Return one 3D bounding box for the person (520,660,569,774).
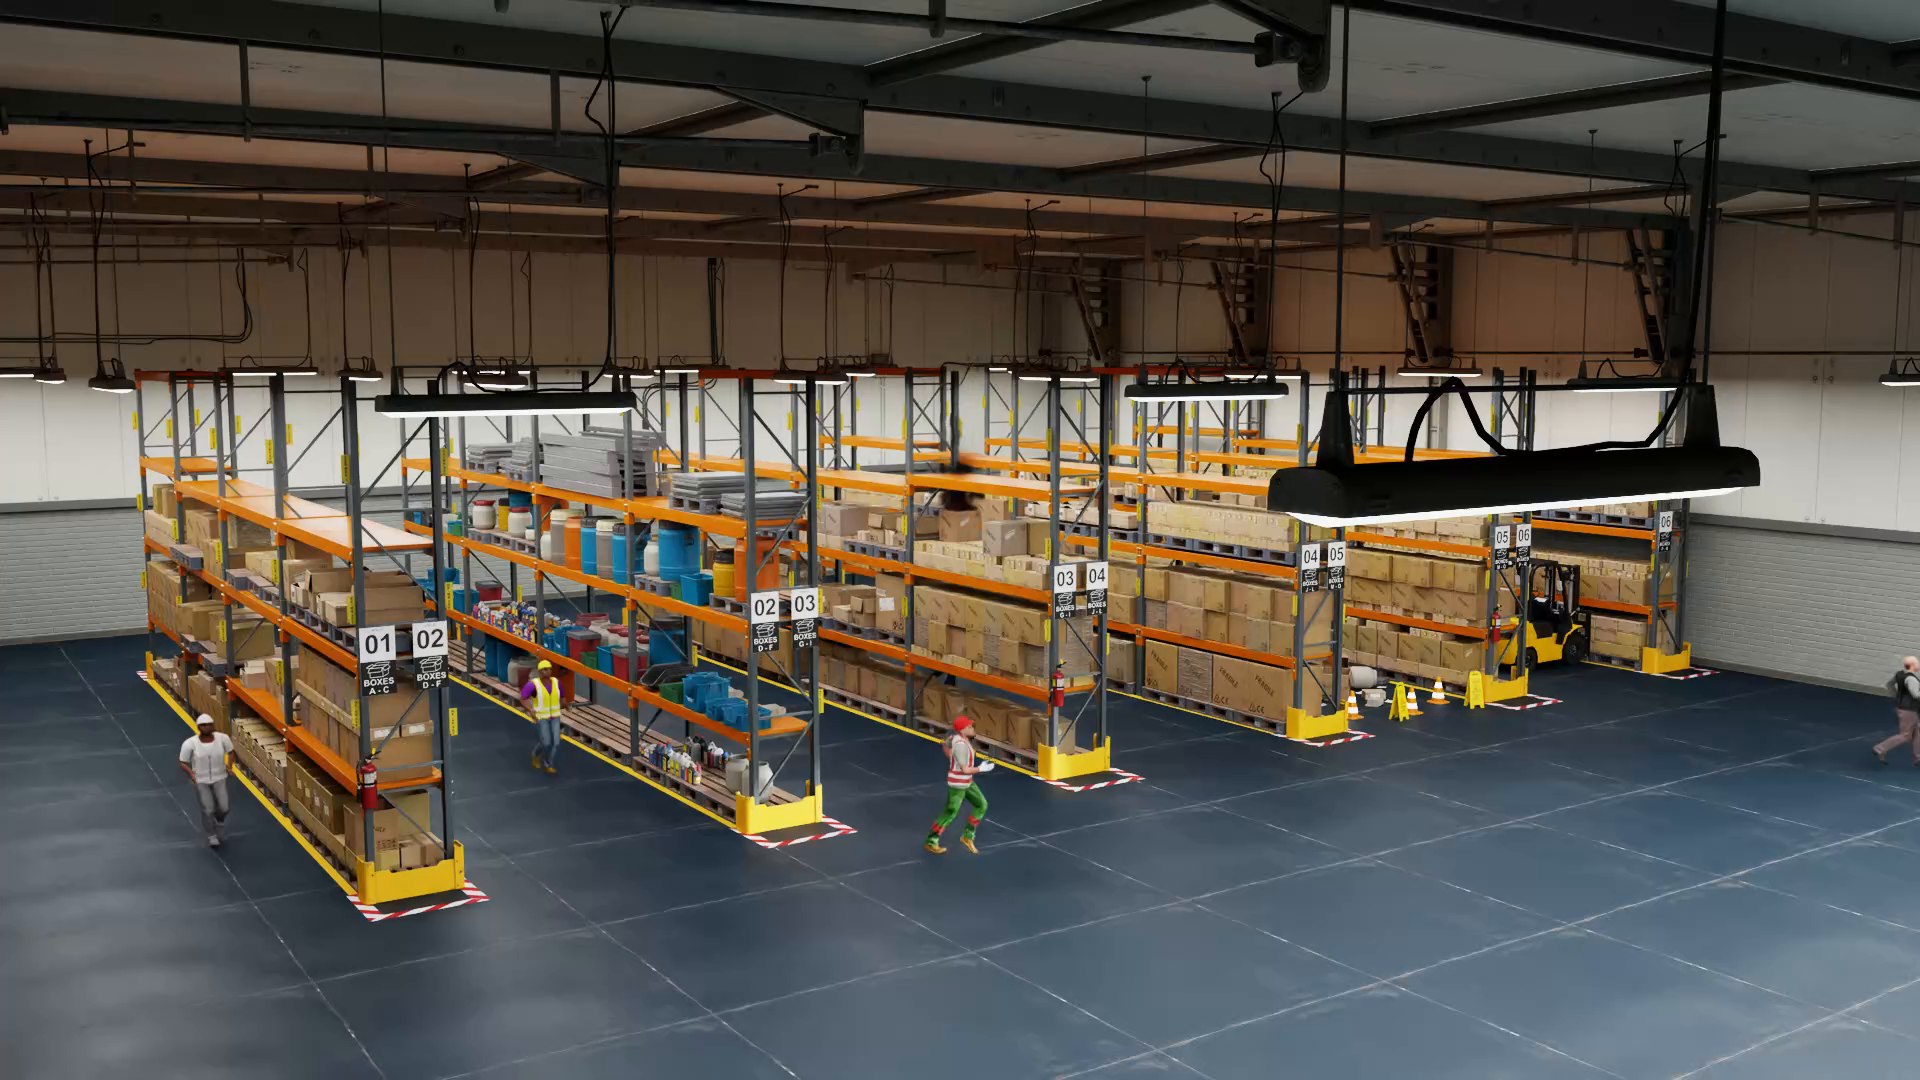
[{"bbox_3d":[-6.188,2.660,24.950,0.695,1.720,0.594,-5,8,-39],"label":"person"}]

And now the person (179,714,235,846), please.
[{"bbox_3d":[-9.584,3.073,21.257,0.674,1.721,0.558,-4,8,-32],"label":"person"}]

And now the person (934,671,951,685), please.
[{"bbox_3d":[-0.231,2.020,31.221,0.595,1.603,0.542,-6,8,-41],"label":"person"}]

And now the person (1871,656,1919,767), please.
[{"bbox_3d":[14.358,2.609,25.221,0.939,1.710,0.689,2,7,14],"label":"person"}]

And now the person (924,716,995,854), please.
[{"bbox_3d":[0.000,3.086,20.910,0.896,1.796,0.673,1,6,7],"label":"person"}]
